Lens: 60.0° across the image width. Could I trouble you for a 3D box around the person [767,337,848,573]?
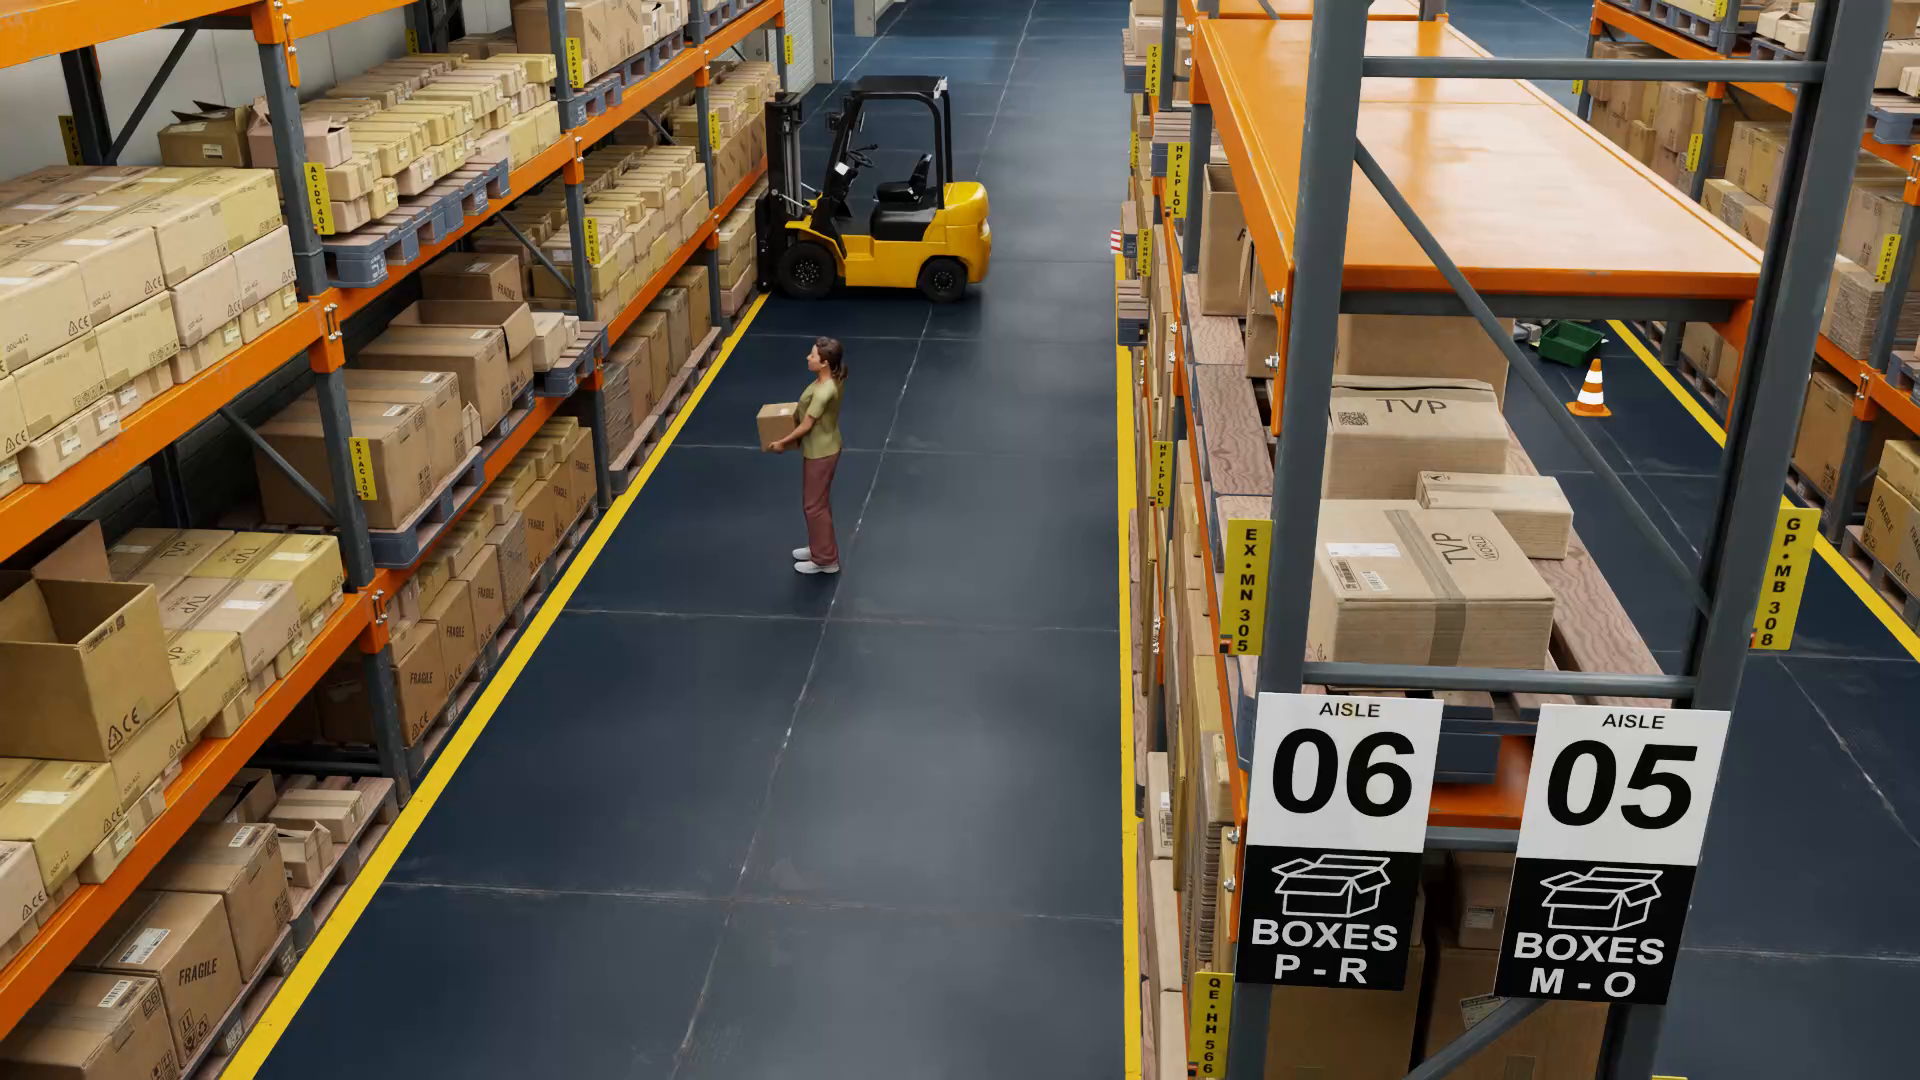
[{"bbox_3d":[-1.007,-0.464,11.332,0.554,1.405,0.426,2,25,5],"label":"person"}]
